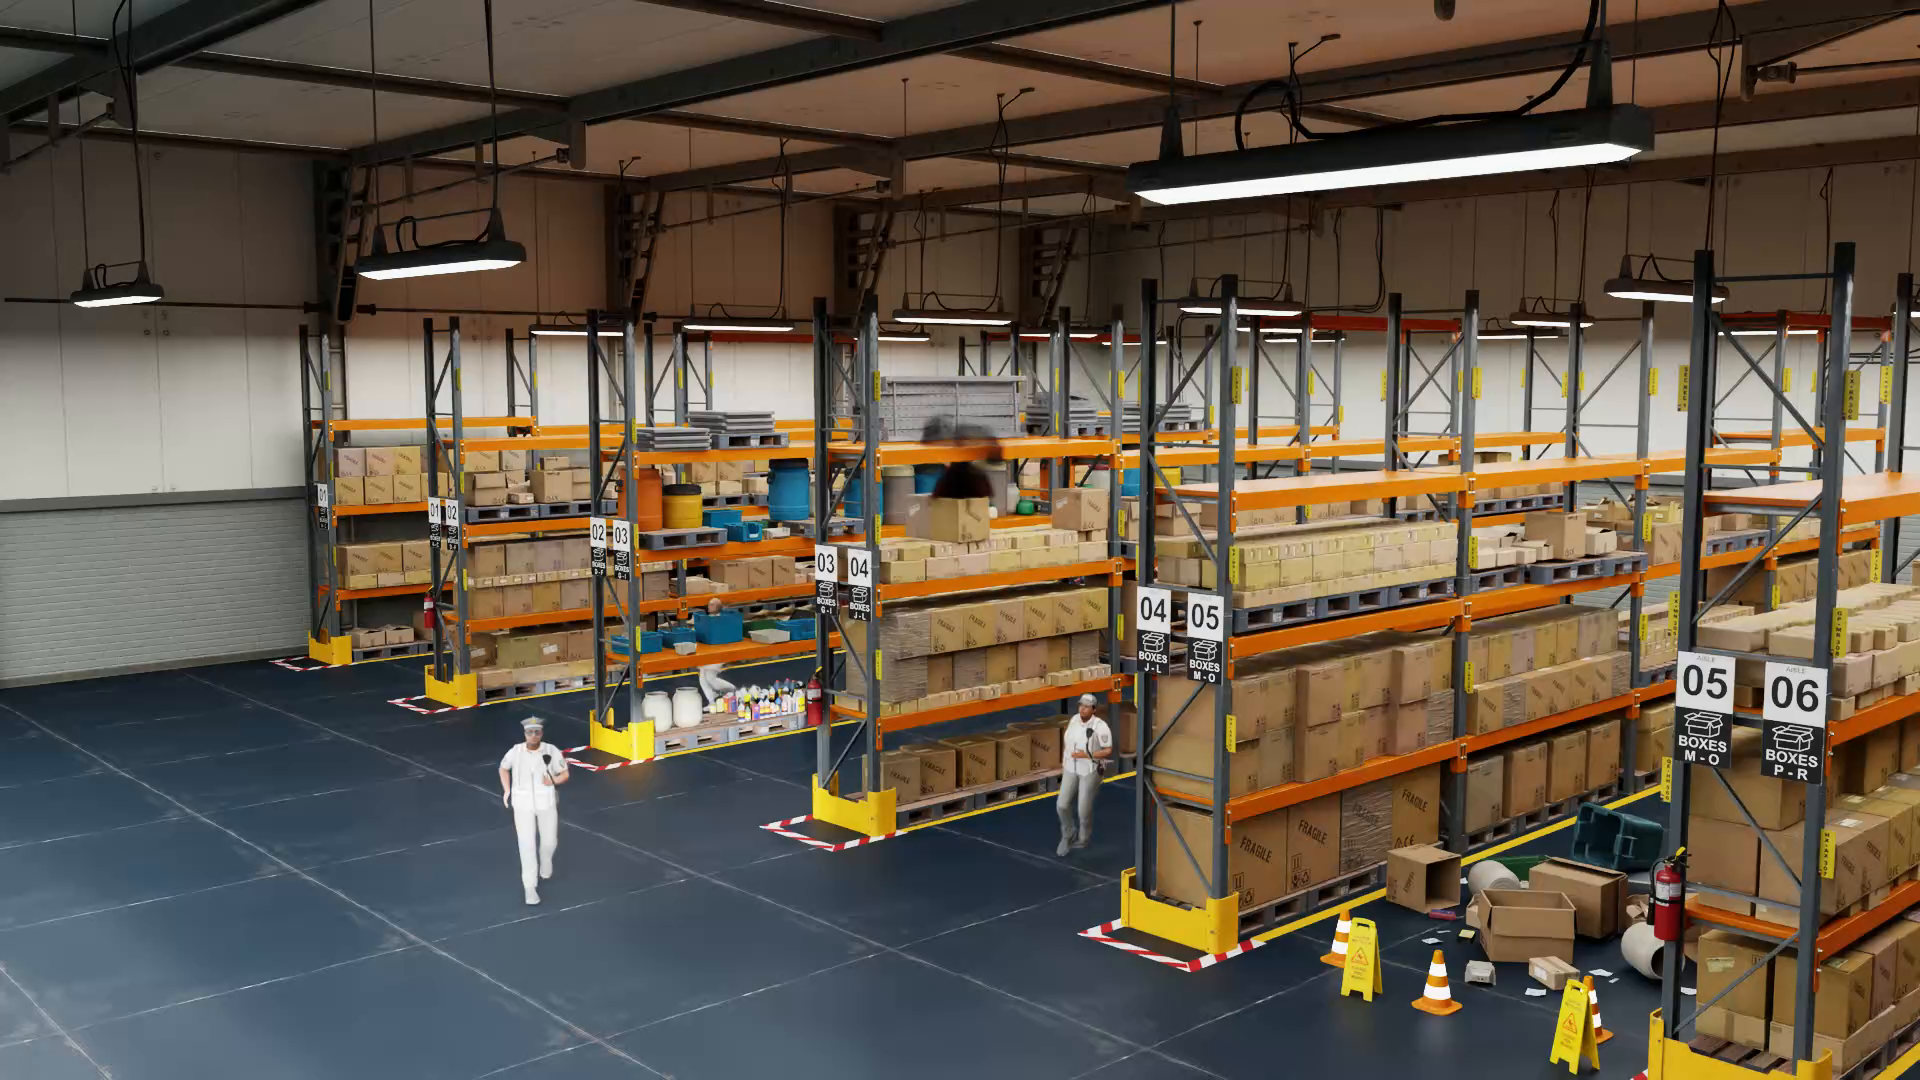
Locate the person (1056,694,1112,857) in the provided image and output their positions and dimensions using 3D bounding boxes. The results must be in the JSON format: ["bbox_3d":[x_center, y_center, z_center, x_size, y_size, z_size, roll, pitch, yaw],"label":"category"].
[{"bbox_3d":[1.279,2.411,16.977,0.608,1.719,0.537,3,7,31],"label":"person"}]

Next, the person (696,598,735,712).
[{"bbox_3d":[-3.757,1.747,25.304,0.705,1.727,0.661,5,8,40],"label":"person"}]

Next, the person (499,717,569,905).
[{"bbox_3d":[-4.202,2.610,16.444,0.669,1.758,0.980,-2,6,-16],"label":"person"}]
